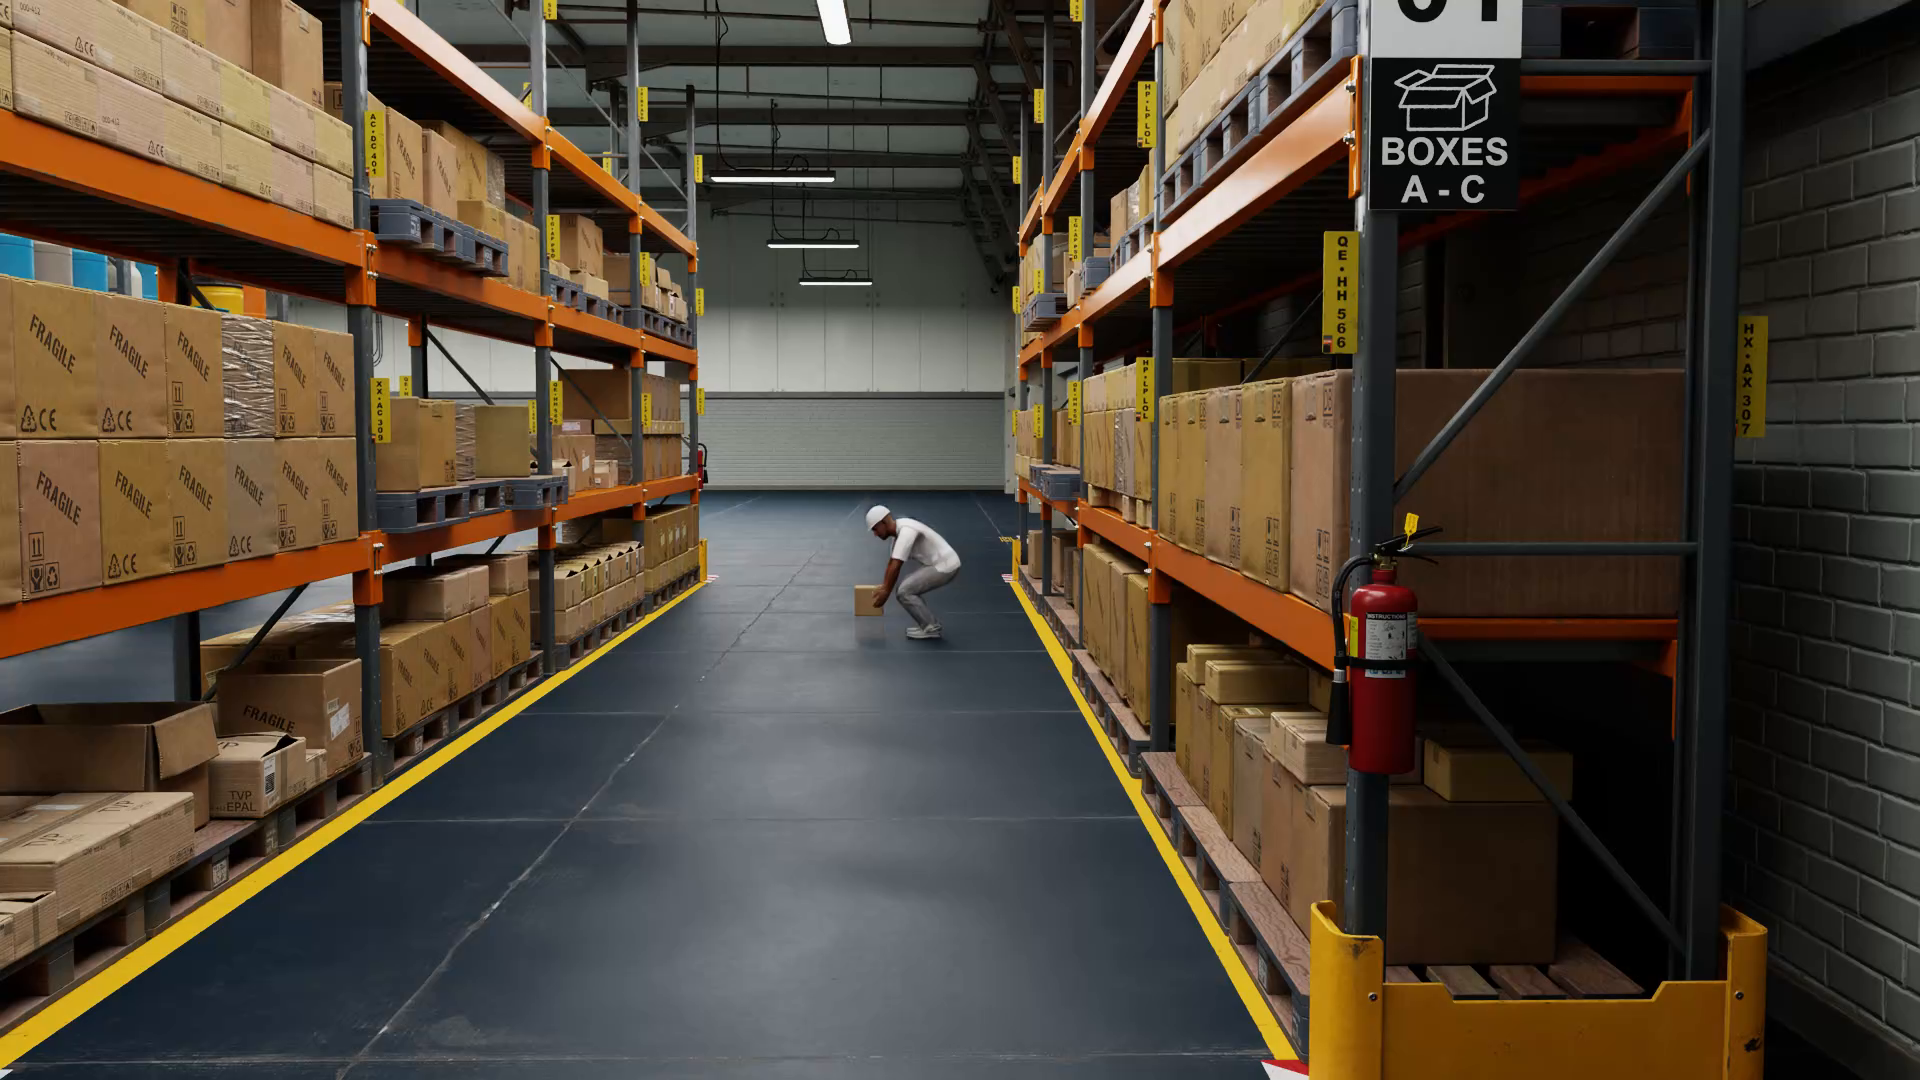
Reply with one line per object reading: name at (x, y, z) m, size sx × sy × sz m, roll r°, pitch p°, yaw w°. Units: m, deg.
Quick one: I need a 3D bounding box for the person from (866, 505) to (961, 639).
person at (-0.413, 0.280, 14.781) m, size 0.846 × 1.181 × 0.616 m, roll 0°, pitch 4°, yaw -1°
